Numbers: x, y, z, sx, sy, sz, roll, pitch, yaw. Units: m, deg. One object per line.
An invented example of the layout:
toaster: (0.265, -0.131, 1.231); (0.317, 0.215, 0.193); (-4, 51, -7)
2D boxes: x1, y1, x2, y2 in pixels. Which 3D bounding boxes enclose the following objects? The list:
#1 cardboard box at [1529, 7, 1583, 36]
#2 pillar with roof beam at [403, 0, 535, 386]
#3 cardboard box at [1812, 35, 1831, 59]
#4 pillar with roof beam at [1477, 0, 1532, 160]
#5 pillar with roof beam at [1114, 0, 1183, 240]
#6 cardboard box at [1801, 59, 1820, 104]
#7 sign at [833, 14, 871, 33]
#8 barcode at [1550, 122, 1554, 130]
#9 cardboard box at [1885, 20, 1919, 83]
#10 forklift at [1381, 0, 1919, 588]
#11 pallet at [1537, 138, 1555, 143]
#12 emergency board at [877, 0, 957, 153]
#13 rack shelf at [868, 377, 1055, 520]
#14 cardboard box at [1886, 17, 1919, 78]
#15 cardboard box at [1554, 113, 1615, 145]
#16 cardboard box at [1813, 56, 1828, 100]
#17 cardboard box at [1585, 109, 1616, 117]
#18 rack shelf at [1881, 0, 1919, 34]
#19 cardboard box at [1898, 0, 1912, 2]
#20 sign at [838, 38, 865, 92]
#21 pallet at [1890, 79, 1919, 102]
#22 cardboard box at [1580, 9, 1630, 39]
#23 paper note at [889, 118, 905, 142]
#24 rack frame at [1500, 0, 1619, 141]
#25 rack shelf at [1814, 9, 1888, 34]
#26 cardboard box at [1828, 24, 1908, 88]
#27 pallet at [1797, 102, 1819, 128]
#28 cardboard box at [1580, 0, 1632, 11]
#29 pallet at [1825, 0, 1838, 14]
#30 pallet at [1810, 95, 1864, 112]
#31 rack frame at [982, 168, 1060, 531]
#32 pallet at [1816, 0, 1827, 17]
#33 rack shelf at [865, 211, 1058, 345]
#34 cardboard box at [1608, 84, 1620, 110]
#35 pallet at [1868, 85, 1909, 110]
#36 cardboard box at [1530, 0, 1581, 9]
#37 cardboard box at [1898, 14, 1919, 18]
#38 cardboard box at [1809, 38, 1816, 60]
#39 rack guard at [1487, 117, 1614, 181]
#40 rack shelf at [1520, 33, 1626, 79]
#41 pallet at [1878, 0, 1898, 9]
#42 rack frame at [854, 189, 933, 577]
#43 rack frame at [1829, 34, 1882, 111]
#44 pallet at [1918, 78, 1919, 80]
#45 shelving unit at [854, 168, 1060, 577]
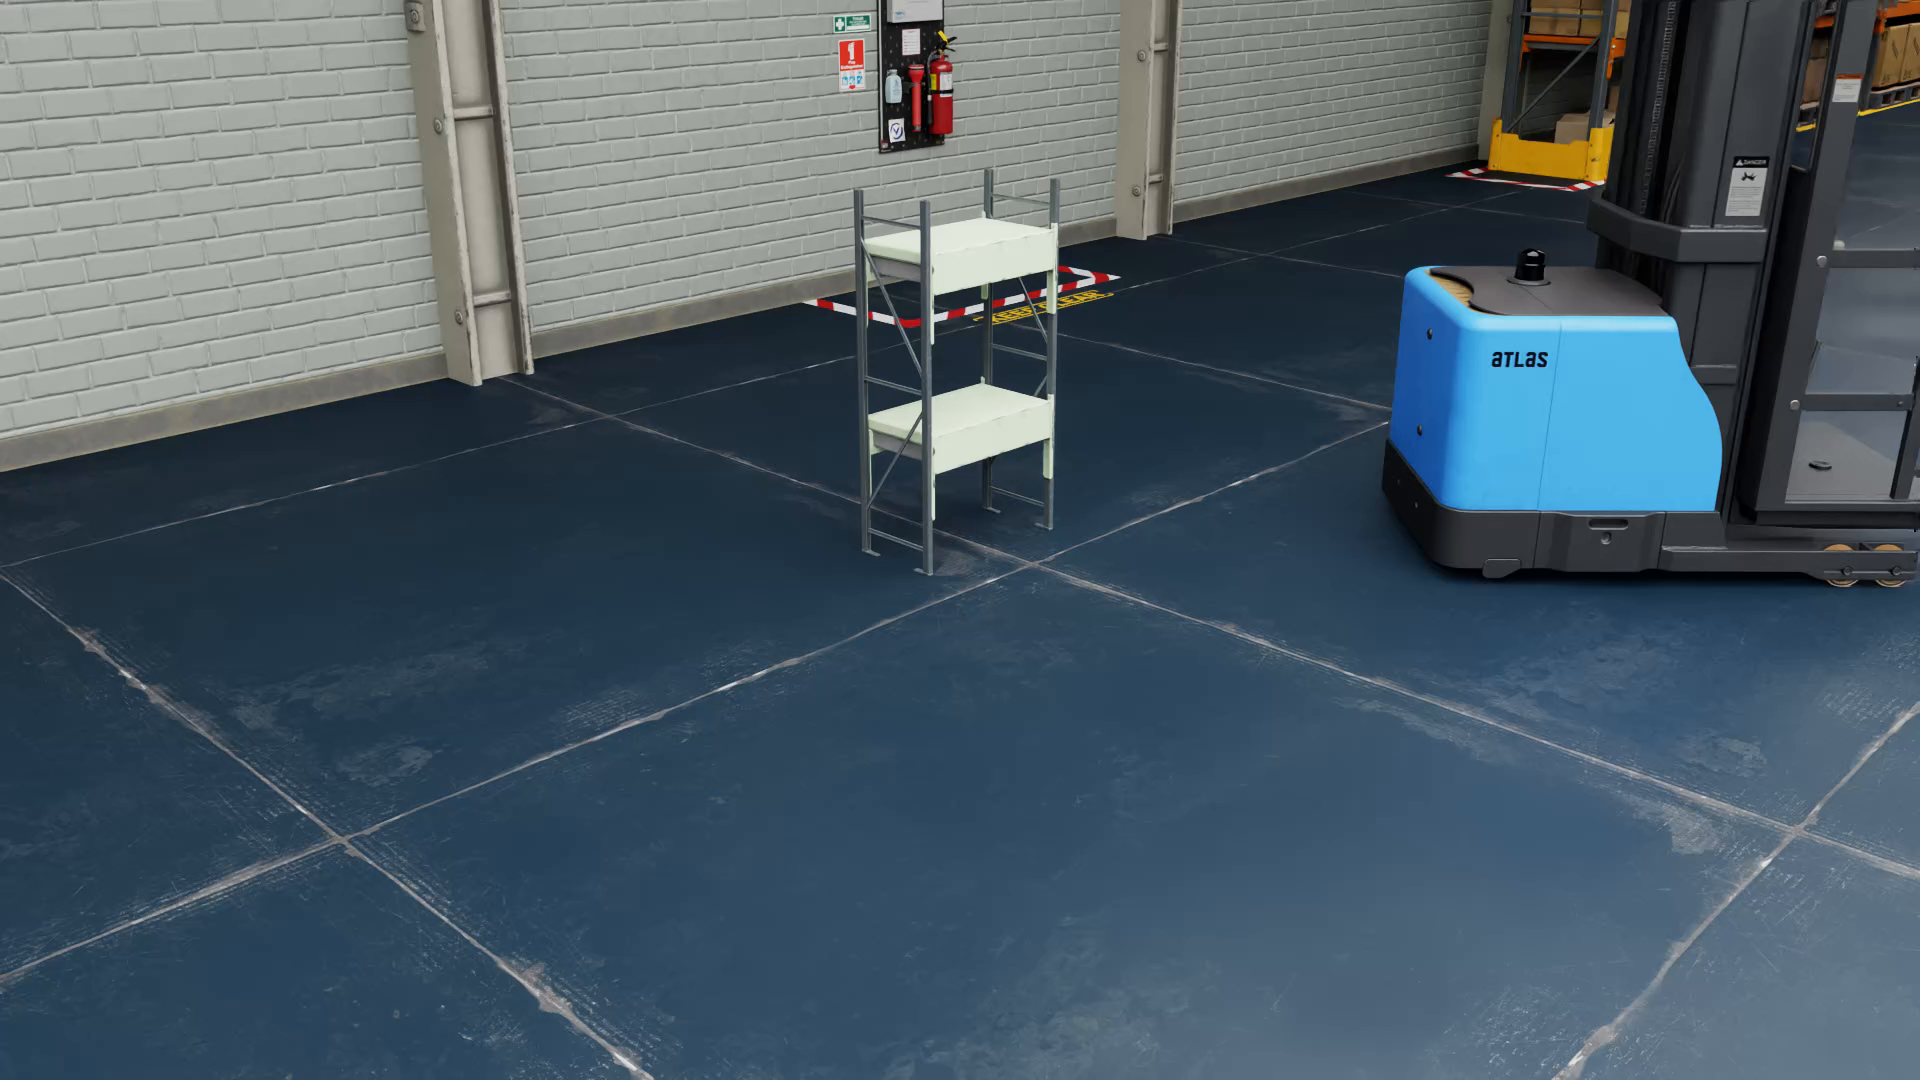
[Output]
cardboard box: (5.995, -5.146, 16.464); (0.500, 0.250, 0.500); (-20, 28, -41)
pillar with roof beam: (0.389, -4.073, 5.128); (9.100, 9.000, 0.400); (19, 28, 41)
cardboard box: (10.481, -6.154, 20.731); (0.500, 0.250, 0.500); (-20, 28, -41)
pillar with roof beam: (8.761, -7.157, 13.154); (9.100, 9.000, 0.400); (19, 28, 41)
pillar with roof beam: (4.575, -5.615, 9.141); (9.100, 9.000, 0.400); (19, 28, 41)
cardboard box: (10.154, -5.697, 20.587); (0.700, 0.500, 0.500); (19, 28, 40)
sign: (-0.711, -3.413, 10.986); (0.001, 0.109, 0.331); (19, 28, 41)
barcode: (6.081, -4.253, 17.080); (0.001, 0.075, 0.075); (19, 28, 41)
cardboard box: (12.611, -6.667, 22.650); (0.750, 0.750, 0.750); (19, 28, 40)
forklift: (3.405, -1.373, 6.560); (3.031, 2.935, 1.130); (0, 21, 0)
pallet: (6.453, -3.956, 17.073); (1.003, 0.211, 1.213); (19, 28, 41)
emergency board: (-0.261, -3.267, 11.393); (0.194, 1.169, 0.643); (19, 28, 41)
rack shelf: (-0.005, -0.394, 6.918); (0.431, 0.370, 0.720); (19, 28, 41)
cardboard box: (13.201, -6.887, 23.222); (0.750, 0.750, 0.750); (-19, 28, -40)
cardboard box: (6.355, -4.144, 16.809); (0.500, 0.311, 0.500); (15, 26, 35)
cardboard box: (10.481, -5.832, 20.937); (0.700, 0.500, 0.500); (19, 28, 41)
cardboard box: (6.752, -4.290, 17.191); (0.500, 0.311, 0.500); (-17, 27, -38)
rack shelf: (12.784, -7.273, 22.819); (1.077, 0.370, 4.000); (19, 28, 41)
cardboard box: (12.212, -7.123, 21.748); (0.250, 0.149, 0.380); (-19, 28, -40)
sign: (-0.720, -3.167, 11.084); (0.001, 0.329, 0.234); (19, 28, 41)
pallet: (12.843, -6.289, 23.142); (1.003, 0.211, 1.213); (19, 28, 41)
cardboard box: (6.375, -5.024, 16.145); (0.500, 0.250, 0.500); (18, 28, 39)
paper note: (-0.434, -2.827, 11.477); (0.016, 0.148, 0.142); (19, 28, 41)
rack frame: (5.807, -5.038, 16.002); (1.000, 3.000, 0.127); (19, 28, 41)
rack shelf: (9.993, -6.245, 20.143); (1.077, 0.370, 4.000); (19, 28, 41)
cardboard box: (11.995, -6.443, 22.069); (0.750, 0.750, 0.750); (19, 28, 40)
pallet: (9.991, -5.280, 20.519); (1.003, 0.211, 1.213); (19, 28, 41)
cardboard box: (6.356, -5.375, 16.014); (0.500, 0.500, 0.500); (19, 28, 41)
pallet: (10.037, -6.486, 20.036); (1.003, 0.211, 1.213); (19, 28, 41)
pallet: (10.842, -5.593, 21.331); (1.003, 0.211, 1.213); (19, 28, 41)
rack frame: (0.251, -0.792, 7.046); (0.400, 1.500, 0.023); (19, 28, 41)
pallet: (9.235, -6.137, 19.128); (1.003, 0.211, 1.213); (19, 28, 41)
rack shelf: (-0.005, -1.063, 6.661); (0.431, 0.370, 0.720); (19, 28, 41)
cardboard box: (7.300, -4.555, 17.615); (0.700, 0.500, 0.500); (17, 27, 37)
pallet: (11.992, -5.977, 22.330); (1.003, 0.211, 1.213); (19, 28, 41)
cardboard box: (5.984, -5.502, 16.344); (0.500, 0.500, 0.500); (19, 28, 40)
cardboard box: (13.818, -7.116, 23.818); (0.750, 0.750, 0.750); (20, 28, 41)
cardboard box: (10.126, -6.021, 20.384); (0.500, 0.250, 0.500); (19, 28, 40)
rack guard: (5.861, -3.891, 16.501); (1.175, 0.500, 0.348); (19, 28, 41)
rack shelf: (7.203, -5.217, 17.468); (1.077, 0.370, 4.000); (19, 28, 41)
pallet: (10.968, -6.795, 20.840); (1.213, 0.211, 1.003); (19, 28, 41)
rack frame: (-0.260, -0.604, 6.556); (0.400, 1.500, 0.023); (19, 28, 41)
rack frame: (11.388, -7.095, 21.352); (1.000, 3.000, 0.127); (19, 28, 41)
pallet: (13.694, -6.604, 23.962); (1.003, 0.211, 1.213); (19, 28, 41)
shelving unit: (-0.005, -0.698, 6.801); (0.431, 1.500, 0.755); (19, 28, 41)
